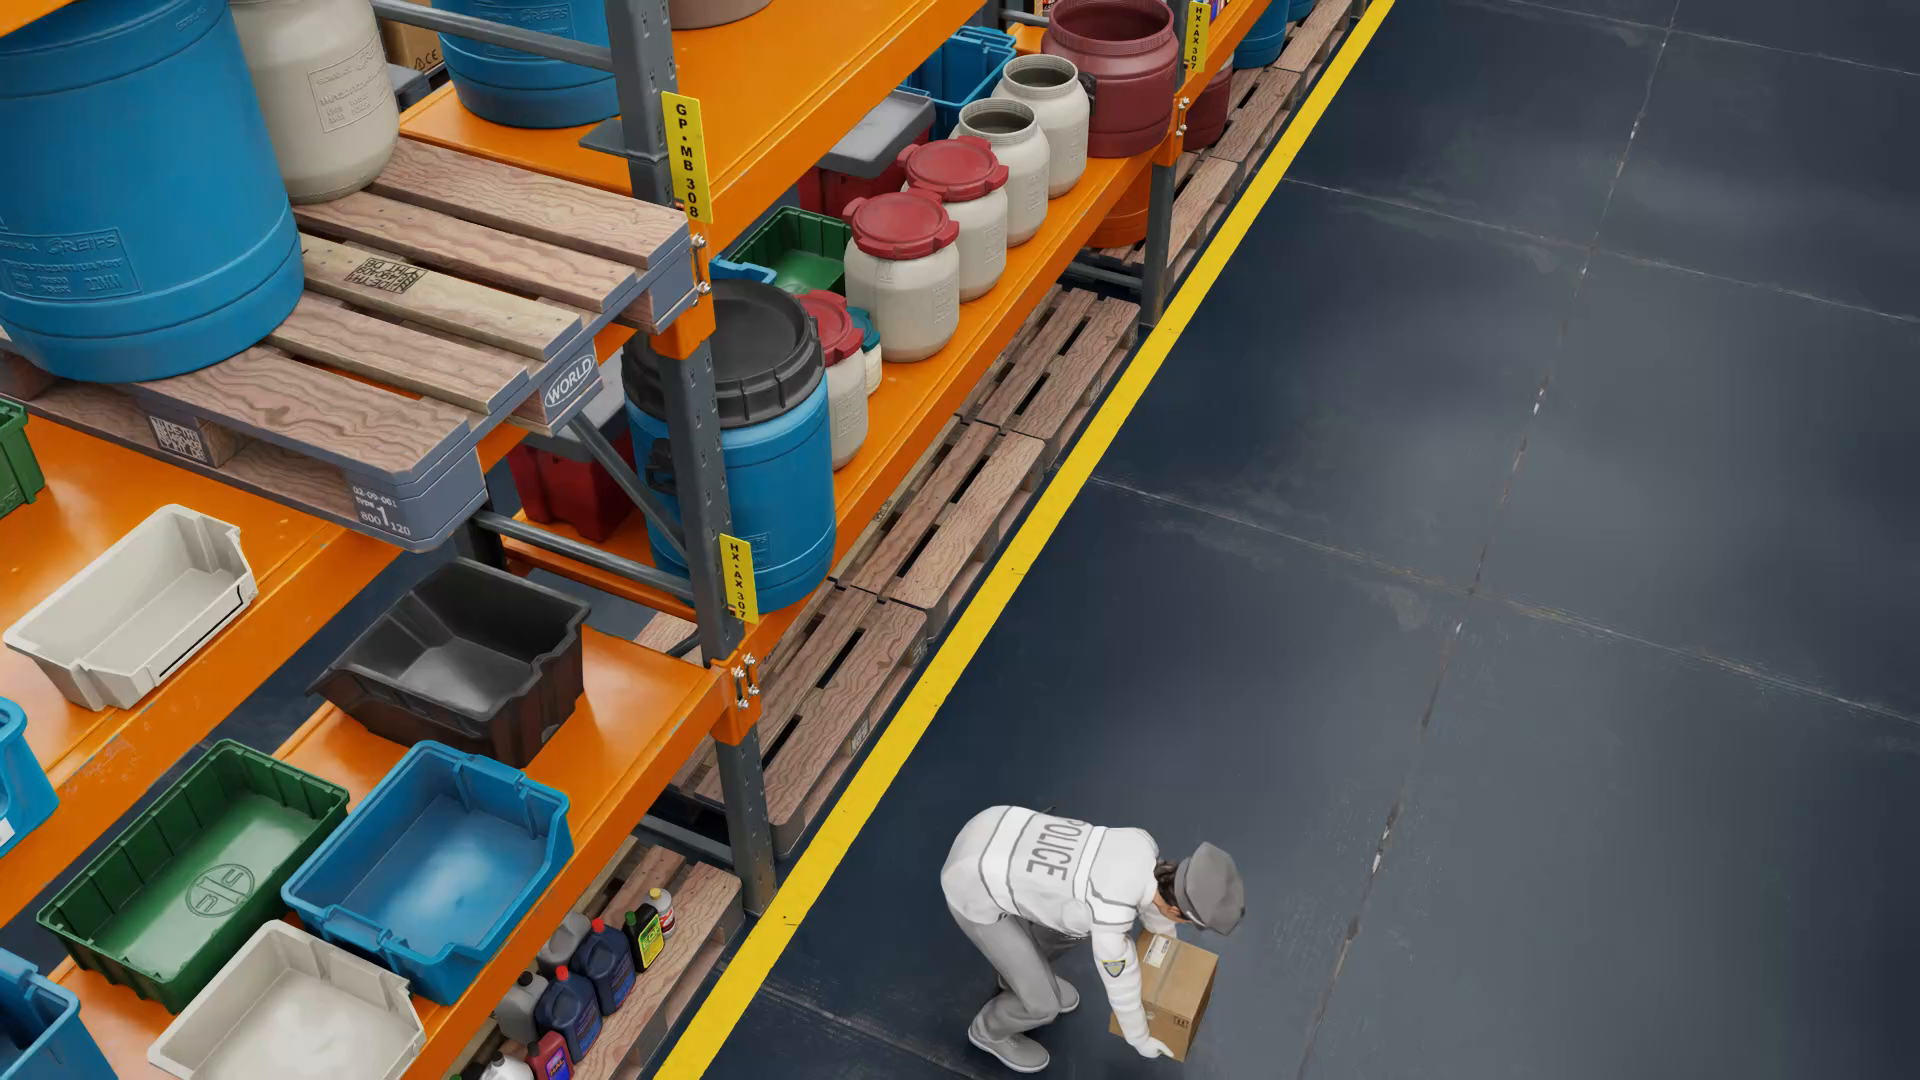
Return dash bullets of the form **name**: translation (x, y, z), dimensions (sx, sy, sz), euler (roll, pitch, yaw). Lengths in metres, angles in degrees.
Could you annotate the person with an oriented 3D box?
- **person**: translation (0.393, 1.259, 5.177), dimensions (0.917, 1.125, 0.445), euler (15, 44, 16)
